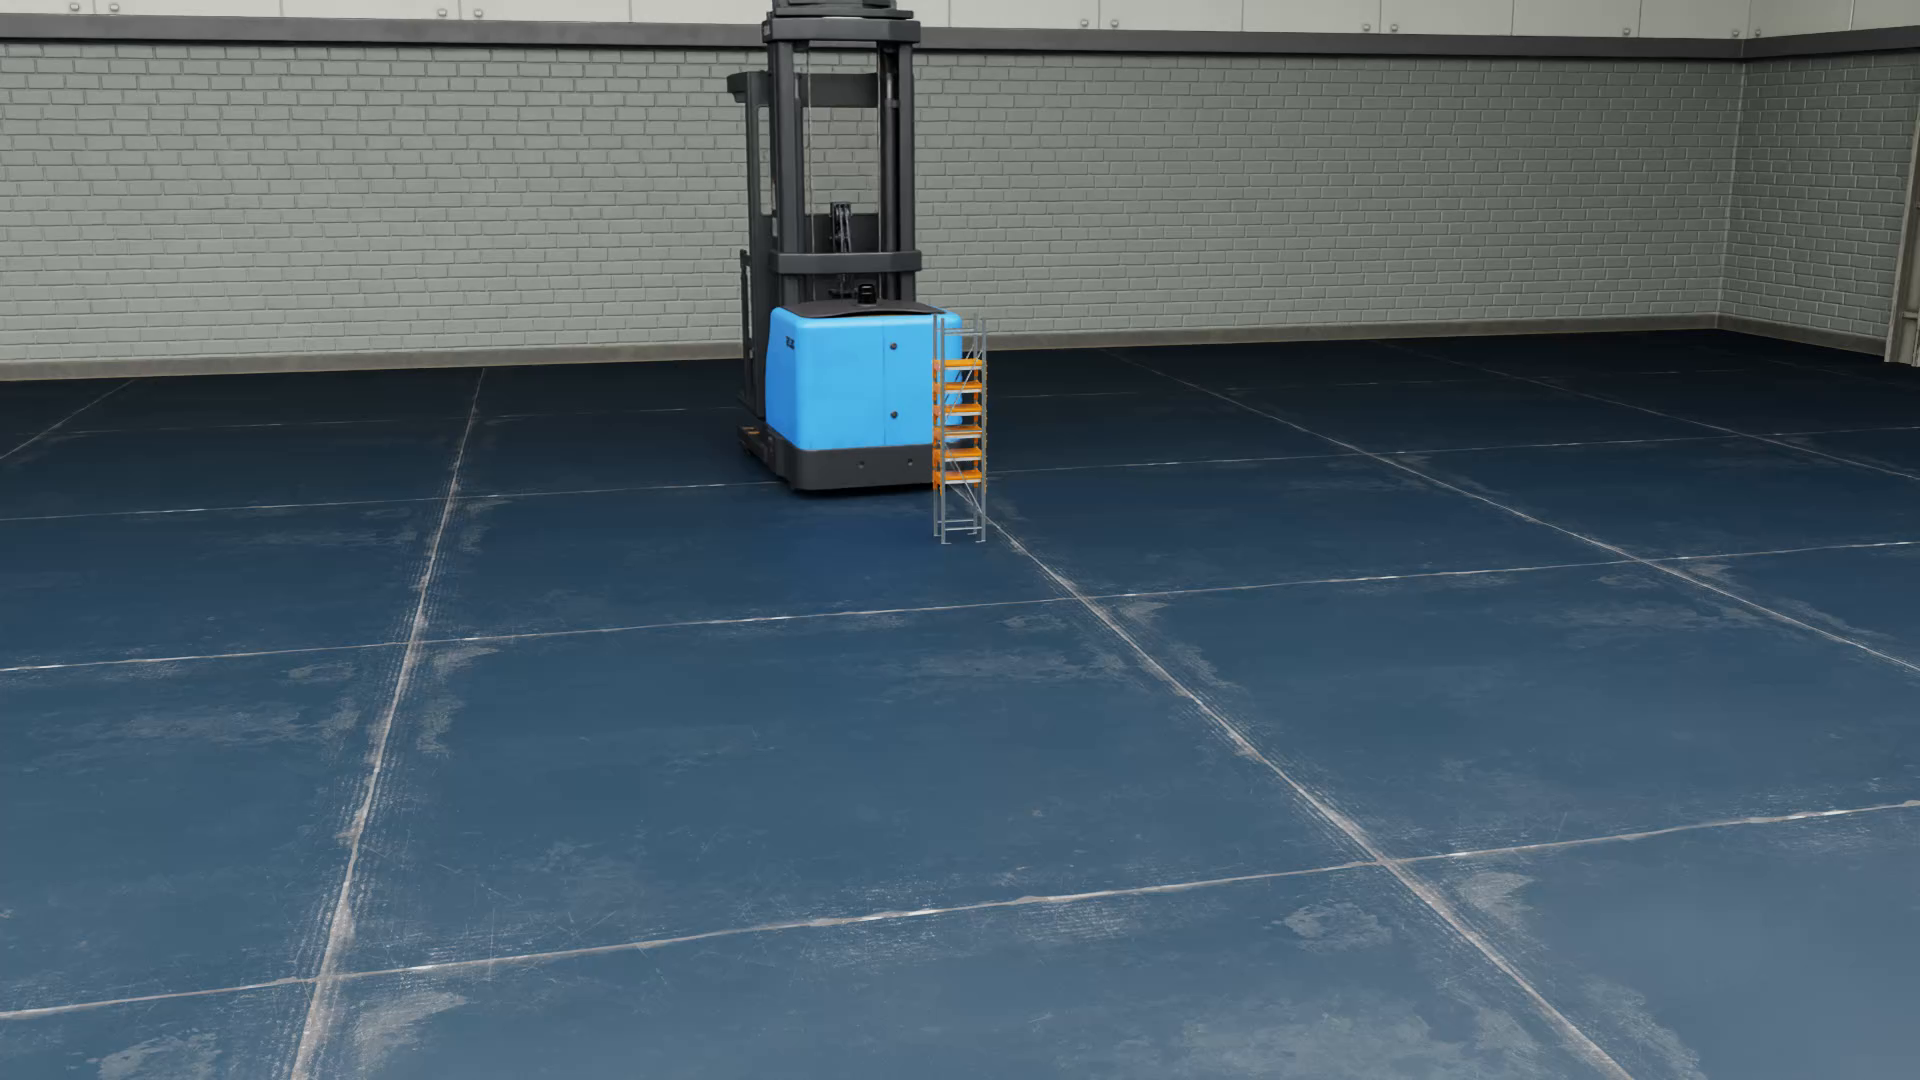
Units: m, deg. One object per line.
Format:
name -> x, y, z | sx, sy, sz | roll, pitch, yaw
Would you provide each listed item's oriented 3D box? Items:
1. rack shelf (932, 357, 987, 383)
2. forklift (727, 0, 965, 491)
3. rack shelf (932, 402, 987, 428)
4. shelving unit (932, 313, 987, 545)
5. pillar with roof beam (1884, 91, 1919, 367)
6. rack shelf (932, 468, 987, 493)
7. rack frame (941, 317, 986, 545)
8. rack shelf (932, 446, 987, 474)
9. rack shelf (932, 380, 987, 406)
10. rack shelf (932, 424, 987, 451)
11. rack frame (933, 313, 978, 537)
rack shelf -> -0.003, -0.893, 8.723 | 0.258, 0.103, 0.180 | -3, 14, -13
forklift -> -0.900, -2.021, 11.024 | 1.130, 2.935, 3.031 | -4, 14, -17
rack shelf -> -0.003, -0.660, 8.780 | 0.258, 0.103, 0.180 | -3, 14, -13
shelving unit -> -0.003, -0.586, 8.798 | 0.258, 1.200, 0.189 | -3, 14, -13
pillar with roof beam -> 4.868, -5.810, 13.748 | 9.100, 9.000, 0.400 | -3, 14, -13
rack shelf -> -0.003, -0.310, 8.866 | 0.258, 0.103, 0.180 | -3, 14, -13
rack frame -> 0.018, -0.565, 8.712 | 0.240, 1.200, 0.006 | -3, 14, -13
rack shelf -> -0.003, -0.426, 8.837 | 0.258, 0.103, 0.180 | -3, 14, -13
rack shelf -> -0.003, -0.776, 8.752 | 0.258, 0.103, 0.180 | -3, 14, -13
rack shelf -> -0.003, -0.543, 8.809 | 0.258, 0.103, 0.180 | -3, 14, -13
rack frame -> -0.025, -0.607, 8.885 | 0.240, 1.200, 0.006 | -3, 14, -13
